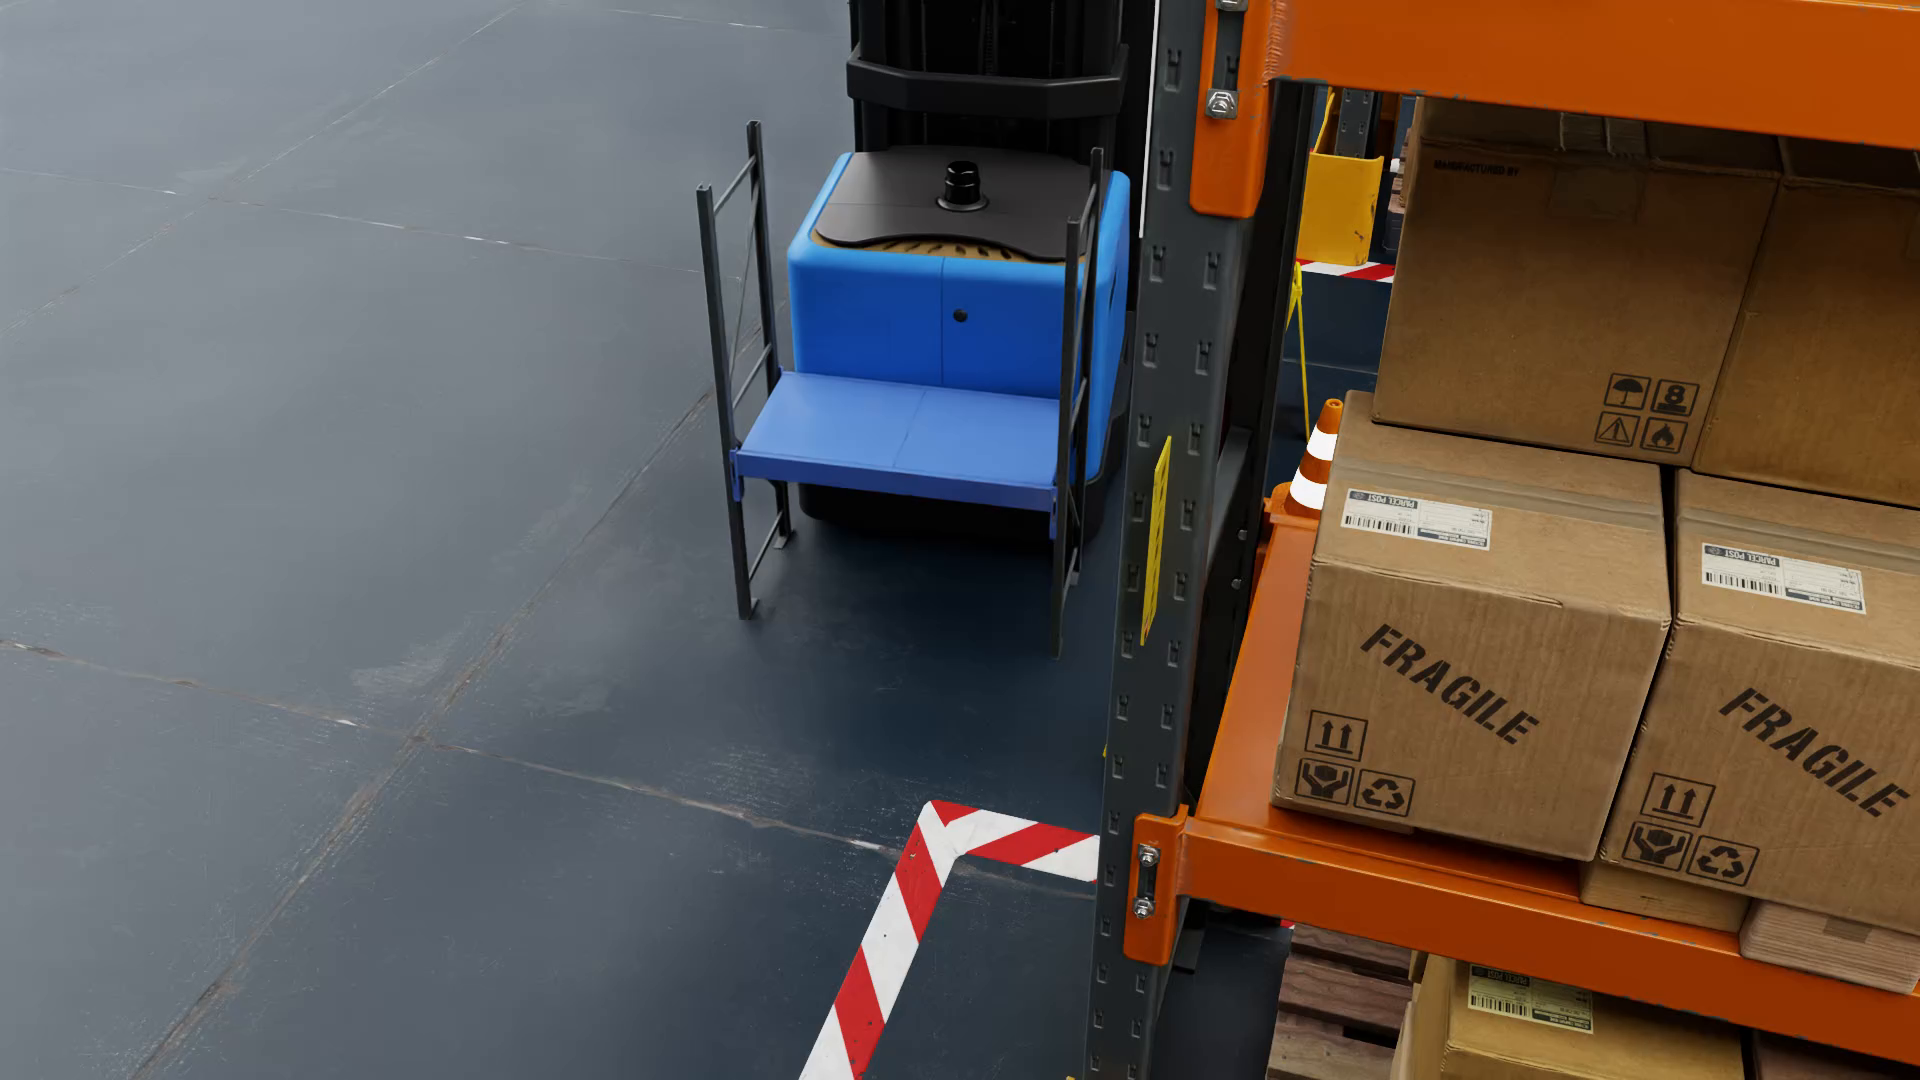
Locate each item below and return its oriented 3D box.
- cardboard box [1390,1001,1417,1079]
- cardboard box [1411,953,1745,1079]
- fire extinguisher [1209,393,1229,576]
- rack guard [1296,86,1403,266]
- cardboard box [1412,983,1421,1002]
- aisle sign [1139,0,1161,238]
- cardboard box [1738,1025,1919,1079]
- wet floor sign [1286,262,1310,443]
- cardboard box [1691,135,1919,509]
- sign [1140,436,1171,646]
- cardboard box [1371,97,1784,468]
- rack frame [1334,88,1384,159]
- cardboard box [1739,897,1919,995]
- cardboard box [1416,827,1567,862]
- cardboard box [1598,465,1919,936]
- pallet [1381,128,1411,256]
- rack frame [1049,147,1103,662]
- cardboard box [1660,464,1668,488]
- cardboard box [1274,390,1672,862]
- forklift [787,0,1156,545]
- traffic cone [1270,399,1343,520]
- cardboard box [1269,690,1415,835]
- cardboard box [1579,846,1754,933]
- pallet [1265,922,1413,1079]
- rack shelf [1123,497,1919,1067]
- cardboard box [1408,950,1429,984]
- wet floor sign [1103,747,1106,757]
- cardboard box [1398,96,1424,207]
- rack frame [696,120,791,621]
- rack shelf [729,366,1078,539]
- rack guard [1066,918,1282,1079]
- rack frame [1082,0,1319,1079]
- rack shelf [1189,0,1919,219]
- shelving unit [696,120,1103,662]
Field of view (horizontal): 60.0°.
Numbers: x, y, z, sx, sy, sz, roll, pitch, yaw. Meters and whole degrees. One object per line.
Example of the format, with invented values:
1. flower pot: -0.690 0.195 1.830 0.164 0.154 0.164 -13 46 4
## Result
1. cardboard box: 1.142 1.283 3.442 0.500 0.250 0.500 10 38 14
2. cardboard box: 1.165 0.985 3.214 0.500 0.500 0.500 9 37 12
3. fire extinguisher: 0.483 -0.204 3.562 0.183 0.674 0.296 10 38 14
4. rack guard: 1.811 -1.770 7.734 0.348 0.500 1.175 10 38 14
5. cardboard box: 1.329 0.979 3.855 0.500 0.250 0.500 10 38 14
6. aisle sign: 0.303 -0.837 2.163 0.004 0.787 0.394 10 38 14
7. cardboard box: 1.665 1.075 3.092 0.500 0.500 0.500 9 37 12
8. wet floor sign: 1.216 -0.710 6.170 0.232 0.644 0.267 4 37 6
9. cardboard box: 1.488 -0.457 2.661 0.500 0.500 0.700 11 38 14
10. sign: 0.293 0.004 2.484 0.005 0.325 0.100 10 38 14
11. cardboard box: 1.007 -0.550 2.788 0.500 0.500 0.700 10 37 13
12. rack frame: 1.834 -2.773 6.987 0.127 3.000 1.000 10 38 14
13. cardboard box: 1.420 0.524 2.719 0.250 0.149 0.380 11 38 15
14. cardboard box: 0.962 0.361 2.942 0.250 0.149 0.380 11 38 15
15. cardboard box: 1.319 0.216 2.591 0.500 0.500 0.500 12 38 15
16. pallet: 2.620 -1.553 7.682 1.213 0.211 1.003 10 38 14
17. rack frame: 0.344 -0.369 4.986 0.032 1.500 0.500 7 37 9
18. cardboard box: 1.055 -0.174 3.121 0.500 0.500 0.500 10 37 13
19. cardboard box: 0.824 0.126 2.713 0.500 0.500 0.500 10 38 13
20. forklift: 0.193 -2.034 6.040 1.130 2.935 3.031 6 37 8
21. traffic cone: 1.256 -0.275 5.733 0.334 0.463 0.336 10 38 14
22. cardboard box: 0.717 0.324 2.991 0.250 0.149 0.380 11 38 14
23. cardboard box: 1.191 0.453 2.815 0.250 0.149 0.380 9 37 12
24. pallet: 1.292 1.346 3.744 1.213 0.211 1.003 10 38 14
25. rack shelf: 2.363 0.689 2.890 4.000 0.370 1.077 10 38 14
26. cardboard box: 1.297 0.676 3.634 0.500 0.500 0.500 11 38 14
27. wet floor sign: 0.592 0.355 4.724 0.232 0.644 0.267 24 43 29
28. cardboard box: 2.501 -2.004 7.380 0.875 0.875 0.875 11 38 14
29. rack frame: -0.652 -0.489 5.149 0.032 1.500 0.500 7 37 9
30. rack shelf: -0.154 -0.284 5.174 1.000 0.185 0.538 7 37 9
31. rack guard: 0.527 1.066 3.880 0.348 0.500 1.175 10 38 14
32. rack frame: 0.454 0.046 3.157 0.127 3.000 1.000 10 38 14
33. rack shelf: 2.363 -0.519 2.001 4.000 0.370 1.077 10 38 14
34. shelving unit: -0.154 -0.429 5.067 1.048 1.500 0.538 7 37 9
